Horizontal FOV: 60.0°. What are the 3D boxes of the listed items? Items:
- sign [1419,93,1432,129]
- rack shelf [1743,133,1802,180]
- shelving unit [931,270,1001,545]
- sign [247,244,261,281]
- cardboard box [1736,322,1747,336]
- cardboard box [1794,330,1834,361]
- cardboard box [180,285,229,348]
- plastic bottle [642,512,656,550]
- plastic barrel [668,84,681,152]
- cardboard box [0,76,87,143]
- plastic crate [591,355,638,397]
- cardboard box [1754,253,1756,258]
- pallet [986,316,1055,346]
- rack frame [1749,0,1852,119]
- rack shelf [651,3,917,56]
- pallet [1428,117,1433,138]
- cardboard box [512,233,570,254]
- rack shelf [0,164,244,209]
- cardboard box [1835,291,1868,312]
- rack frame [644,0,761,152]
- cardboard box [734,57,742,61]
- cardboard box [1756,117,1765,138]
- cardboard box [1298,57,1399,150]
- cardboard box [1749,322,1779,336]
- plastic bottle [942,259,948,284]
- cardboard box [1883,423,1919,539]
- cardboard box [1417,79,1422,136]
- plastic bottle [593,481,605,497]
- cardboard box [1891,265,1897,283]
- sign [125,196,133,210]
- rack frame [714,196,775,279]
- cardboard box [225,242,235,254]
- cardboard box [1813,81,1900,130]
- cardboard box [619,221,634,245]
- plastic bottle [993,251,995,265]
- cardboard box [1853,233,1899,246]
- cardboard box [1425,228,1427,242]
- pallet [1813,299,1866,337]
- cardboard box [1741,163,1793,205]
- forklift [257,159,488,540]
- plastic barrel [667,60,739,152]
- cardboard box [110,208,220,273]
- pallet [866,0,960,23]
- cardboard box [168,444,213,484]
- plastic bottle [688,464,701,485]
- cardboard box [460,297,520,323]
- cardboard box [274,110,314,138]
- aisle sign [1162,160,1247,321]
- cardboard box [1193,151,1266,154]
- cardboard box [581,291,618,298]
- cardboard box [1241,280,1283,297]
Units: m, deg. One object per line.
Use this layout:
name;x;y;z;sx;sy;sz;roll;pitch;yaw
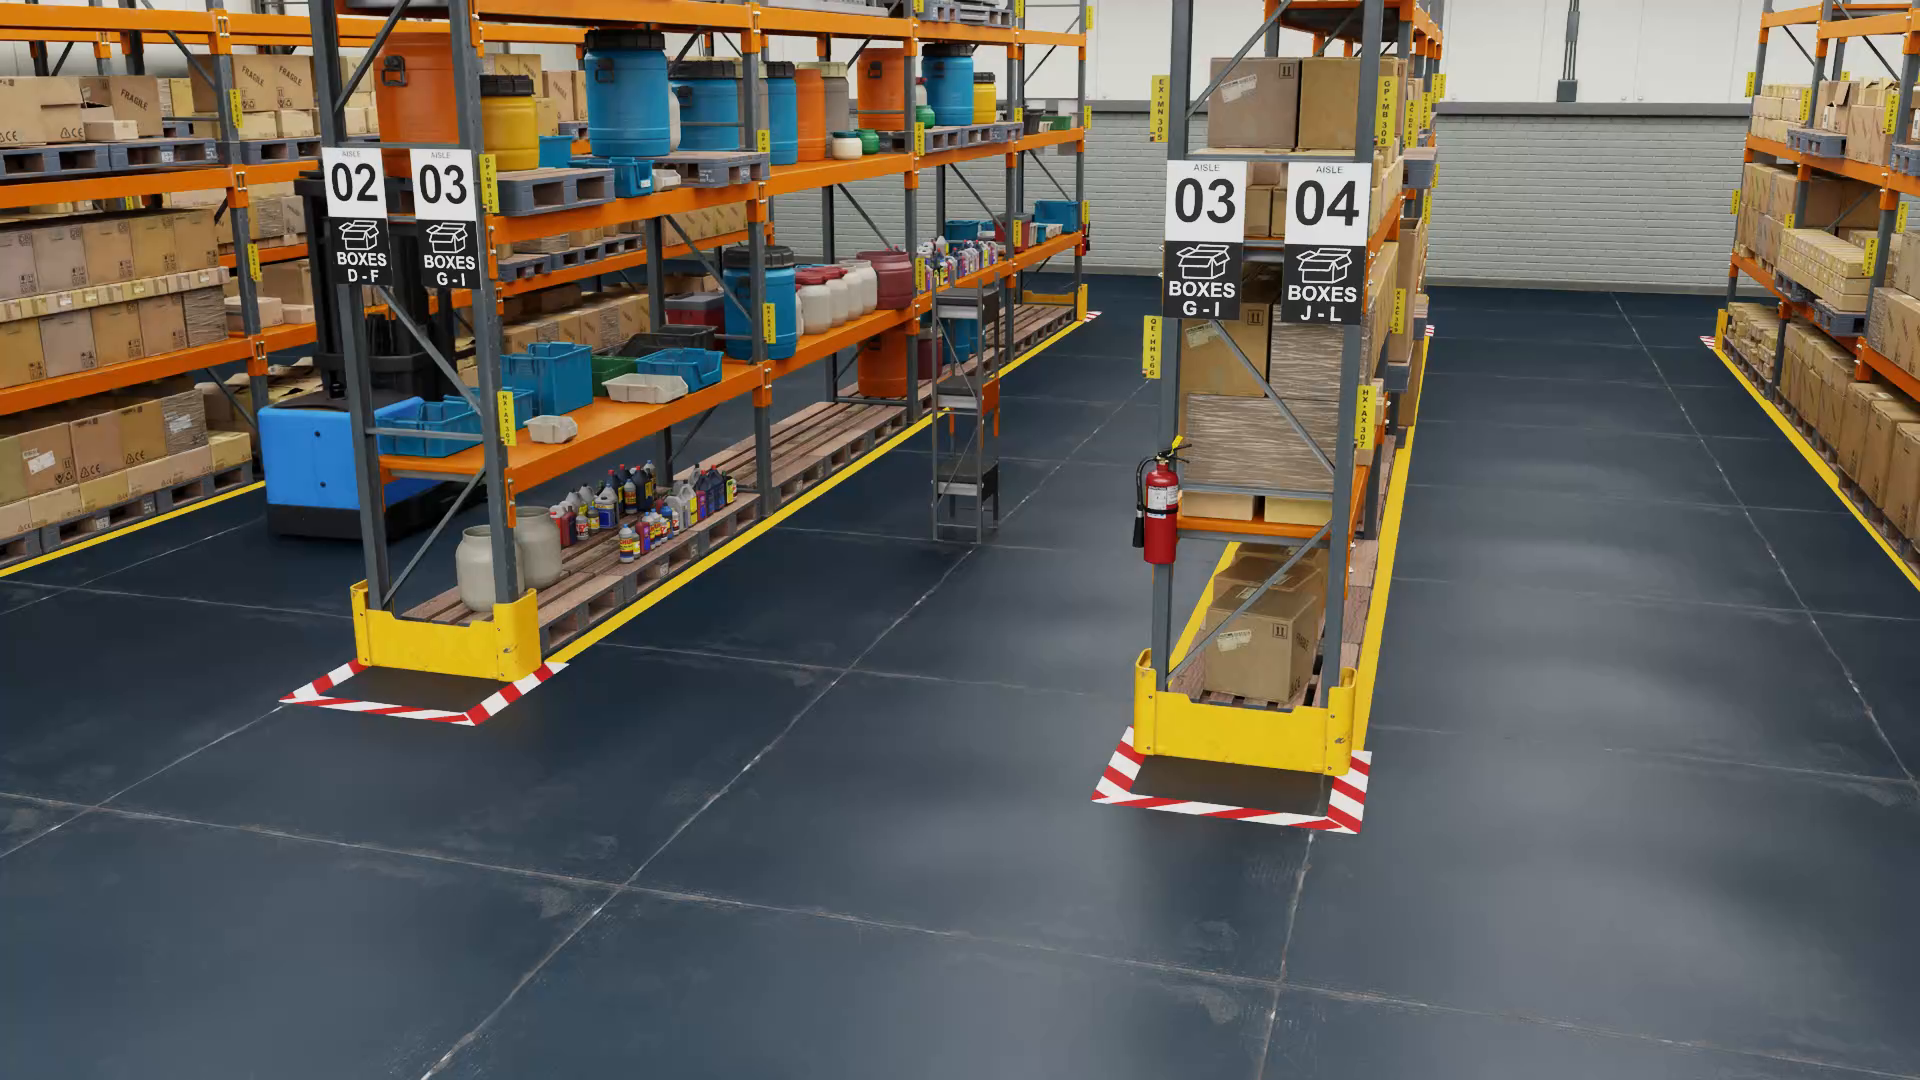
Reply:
sign;4.326;-3.990;15.456;0.100;0.325;0.005;5;16;16
rack shelf;10.238;-4.597;19.860;1.077;0.370;4.000;5;16;16
shelving unit;0.047;-1.053;13.196;0.431;2.100;0.503;5;16;16
sign;-6.294;-2.476;14.829;0.100;0.325;0.005;5;16;16
cardboard box;10.118;-2.683;21.200;0.380;0.149;0.250;5;17;18
cardboard box;9.058;-2.024;17.407;0.500;0.250;0.500;5;17;17
cardboard box;-6.947;-1.995;14.684;0.700;0.500;0.500;4;16;14
plastic bottle;-2.304;-0.071;12.277;0.097;0.271;0.097;0;16;0
plastic barrel;-2.390;-3.280;12.926;0.421;0.512;0.421;0;16;0
cardboard box;-7.416;-3.405;13.124;0.797;0.503;0.637;7;17;22
plastic crate;-2.735;-1.244;12.605;0.450;0.188;0.662;5;16;16
cardboard box;10.298;-3.628;21.085;0.380;0.149;0.250;5;17;18
pallet;0.711;-2.946;23.328;1.003;0.211;1.213;5;16;16
rack frame;10.807;-6.909;21.198;1.000;3.000;0.127;5;16;16
rack shelf;-1.511;-4.550;14.930;1.077;0.370;4.000;5;16;16
pallet;5.186;-5.001;20.130;1.003;0.211;1.213;5;16;16
cardboard box;-5.176;-3.758;20.130;0.700;0.500;0.500;8;18;26
rack shelf;-7.395;-2.638;12.953;1.077;0.370;4.000;5;16;16
cardboard box;8.233;-2.176;15.195;0.380;0.149;0.250;5;17;17
rack frame;-2.079;-4.565;12.932;1.000;3.000;0.127;5;16;16
cardboard box;-3.547;-7.040;25.140;0.700;0.500;0.500;5;16;16
cardboard box;10.280;-5.159;20.799;0.500;0.250;0.500;5;17;18
cardboard box;2.214;-2.490;9.471;0.500;0.500;0.500;5;16;16
cardboard box;9.822;-2.553;20.200;0.380;0.149;0.250;4;16;14
plastic bottle;-0.187;-3.021;18.721;0.097;0.271;0.097;0;16;0
cardboard box;7.765;-0.425;12.683;1.050;0.750;0.750;5;16;16
cardboard box;3.776;-3.794;14.611;0.500;0.500;0.500;5;16;16
plastic bottle;-2.847;-0.315;13.115;0.061;0.283;0.133;5;17;18
cardboard box;9.154;-2.538;15.925;0.380;0.149;0.250;5;16;16
sign;-9.918;-3.973;19.862;0.100;0.325;0.005;5;16;16
rack frame;-3.417;-5.203;26.177;1.000;3.000;0.127;5;16;16
cardboard box;-9.700;-3.853;21.839;0.380;0.149;0.250;5;17;16
cardboard box;9.457;-4.579;17.527;0.700;0.500;0.500;5;16;16
cardboard box;-4.657;-4.356;23.005;0.500;0.500;0.500;5;17;17
plastic bottle;0.386;-3.516;20.591;0.097;0.201;0.097;0;16;0
cardboard box;9.668;-3.153;17.551;0.380;0.149;0.250;4;16;14
cardboard box;5.908;-4.092;21.988;0.500;0.250;0.500;4;16;14
pallet;8.634;-2.033;15.350;1.213;0.211;1.003;5;16;16
cardboard box;10.425;-4.598;21.484;0.500;0.500;0.500;5;16;16
forklift;-4.694;-1.767;14.186;1.130;2.935;3.031;4;16;13
plastic barrel;-2.142;-3.513;13.802;0.600;0.901;0.708;5;16;16
cardboard box;-6.947;-2.619;14.507;0.700;0.500;0.500;5;17;16
pallet;-0.708;-5.514;17.359;1.213;0.211;1.003;5;16;16
cardboard box;-6.901;-0.675;14.481;0.500;0.250;0.500;5;16;16
plastic bottle;-2.124;-0.436;13.419;0.144;0.351;0.185;5;16;16
cardboard box;-5.638;-2.758;19.957;0.500;0.250;0.500;5;17;18
cardboard box;-6.489;-3.941;15.736;0.500;0.250;0.500;3;16;10
aisle sign;1.228;-1.506;8.377;0.394;0.787;0.004;5;16;16
cardboard box;1.472;-2.047;9.096;0.380;0.149;0.250;4;16;13
cardboard box;-4.925;-3.058;22.389;0.500;0.500;0.500;4;16;13
cardboard box;1.589;-1.215;9.554;0.500;0.500;0.500;5;16;16
